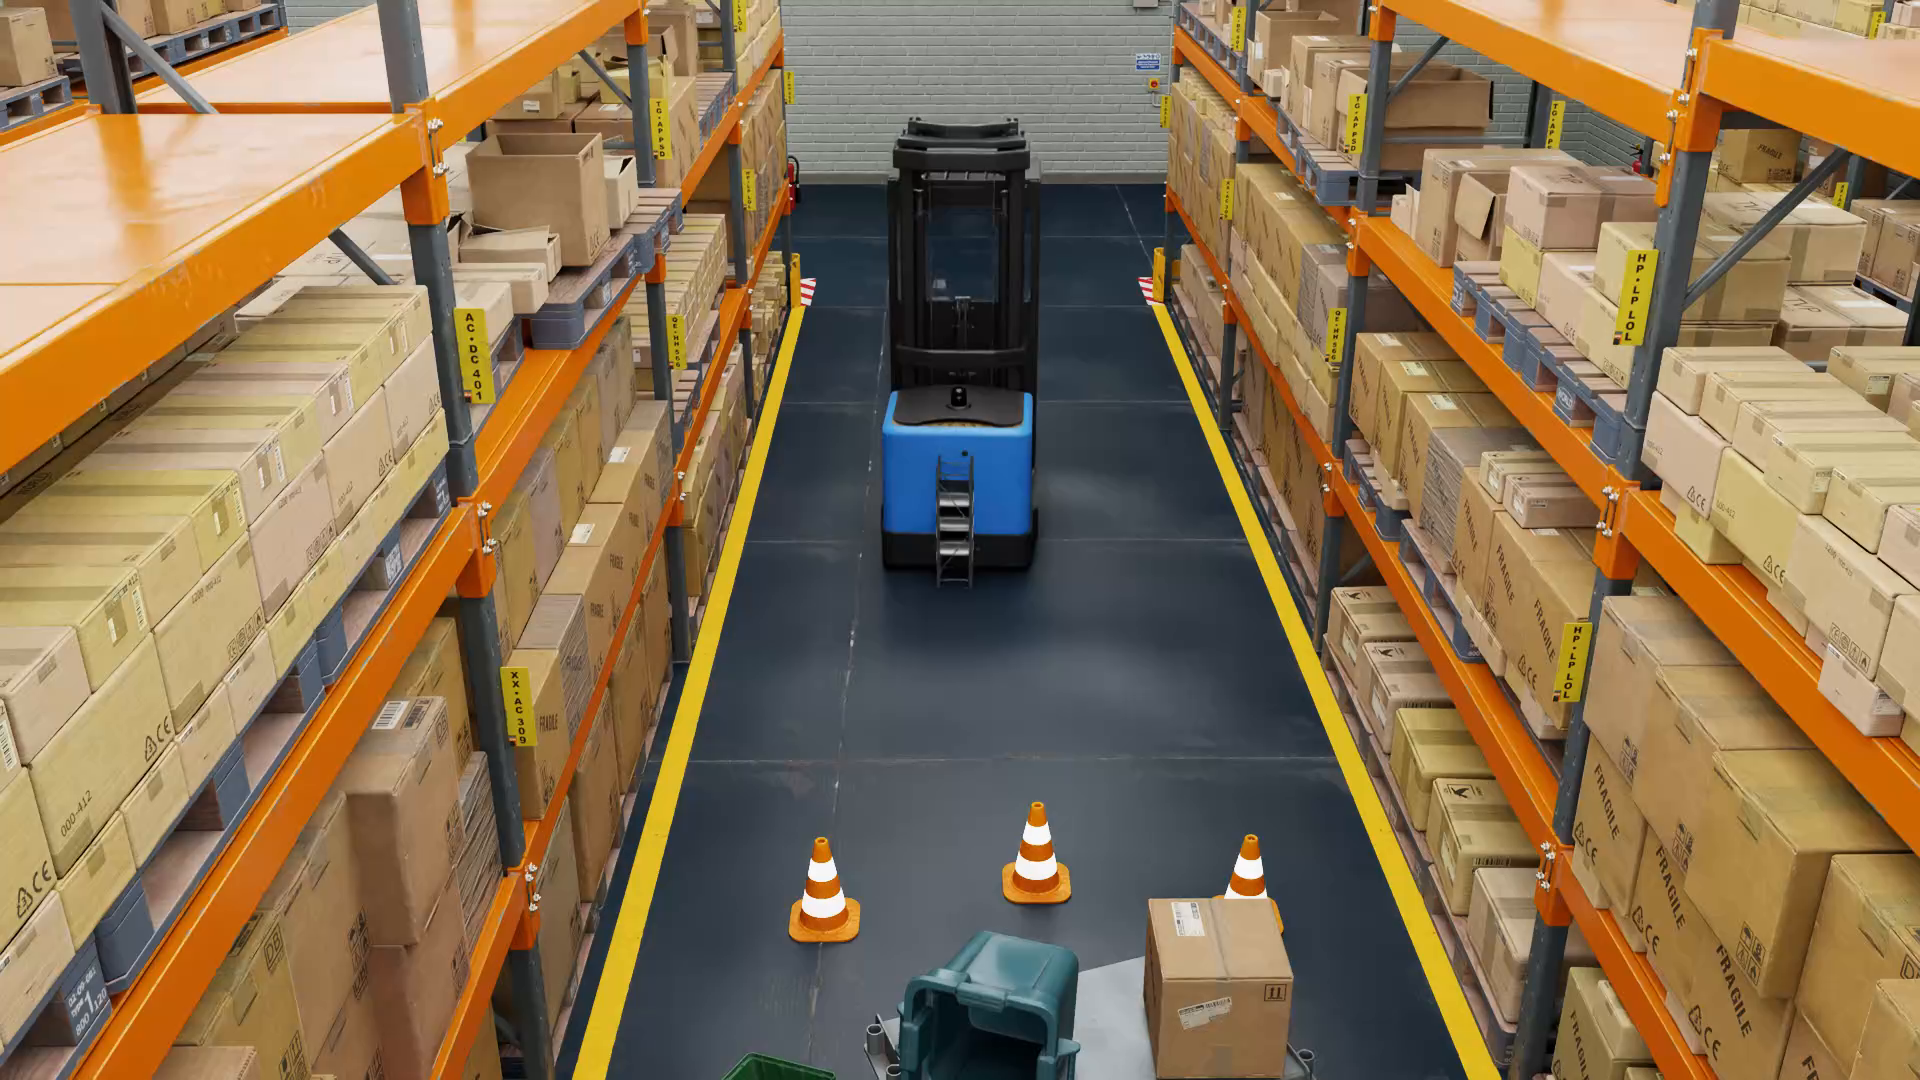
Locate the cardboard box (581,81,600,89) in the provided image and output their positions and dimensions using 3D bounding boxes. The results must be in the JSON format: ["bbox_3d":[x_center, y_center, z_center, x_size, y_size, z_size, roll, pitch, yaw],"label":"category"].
[{"bbox_3d":[-2.474,-2.669,10.634,0.500,0.500,0.500,0,24,-1],"label":"cardboard box"}]

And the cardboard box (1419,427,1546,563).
[{"bbox_3d":[2.552,-0.221,7.990,0.500,0.500,0.500,-1,24,-3],"label":"cardboard box"}]

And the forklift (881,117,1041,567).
[{"bbox_3d":[0.040,-1.715,12.368,1.130,2.935,3.031,1,24,2],"label":"forklift"}]

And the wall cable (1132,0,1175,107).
[{"bbox_3d":[2.583,-6.772,22.195,0.585,1.953,0.123,0,24,-1],"label":"wall cable"}]

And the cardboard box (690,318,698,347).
[{"bbox_3d":[-2.013,-1.419,11.427,0.380,0.149,0.250,0,24,0],"label":"cardboard box"}]

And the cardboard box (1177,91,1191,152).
[{"bbox_3d":[2.401,-4.060,16.136,0.500,0.500,0.500,-1,24,-2],"label":"cardboard box"}]

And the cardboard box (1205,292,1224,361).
[{"bbox_3d":[2.802,-1.975,15.460,0.875,0.438,0.875,-1,24,-2],"label":"cardboard box"}]

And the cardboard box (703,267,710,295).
[{"bbox_3d":[-2.022,-1.878,12.079,0.380,0.149,0.250,-1,24,-3],"label":"cardboard box"}]

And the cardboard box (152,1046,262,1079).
[{"bbox_3d":[-2.040,1.515,3.652,0.875,0.550,0.550,0,24,-1],"label":"cardboard box"}]

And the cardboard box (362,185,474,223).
[{"bbox_3d":[-2.394,-1.456,7.551,0.500,0.311,0.500,-1,24,-1],"label":"cardboard box"}]

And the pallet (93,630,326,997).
[{"bbox_3d":[-2.141,0.550,3.745,1.003,0.211,1.213,0,24,-1],"label":"pallet"}]

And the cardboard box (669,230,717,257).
[{"bbox_3d":[-2.033,-2.225,12.487,0.380,0.149,0.250,-1,24,-2],"label":"cardboard box"}]

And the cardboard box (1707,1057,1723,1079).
[{"bbox_3d":[2.572,1.644,5.163,0.380,0.149,0.250,0,24,-1],"label":"cardboard box"}]

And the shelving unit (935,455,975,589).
[{"bbox_3d":[-0.033,-0.120,11.306,0.258,0.900,0.210,1,24,2],"label":"shelving unit"}]

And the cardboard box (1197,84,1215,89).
[{"bbox_3d":[2.434,-4.189,15.633,0.380,0.149,0.250,0,24,0],"label":"cardboard box"}]

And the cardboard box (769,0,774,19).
[{"bbox_3d":[-2.014,-5.034,15.559,0.500,0.250,0.500,-1,24,-2],"label":"cardboard box"}]

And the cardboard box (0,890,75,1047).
[{"bbox_3d":[-1.798,0.741,2.888,0.380,0.149,0.250,0,24,0],"label":"cardboard box"}]

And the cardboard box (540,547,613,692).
[{"bbox_3d":[-1.896,0.360,7.576,0.500,0.500,0.500,0,24,-1],"label":"cardboard box"}]

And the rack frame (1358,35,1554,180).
[{"bbox_3d":[2.755,-3.408,8.749,1.000,3.000,0.127,0,24,-1],"label":"rack frame"}]

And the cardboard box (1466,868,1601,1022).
[{"bbox_3d":[2.791,1.763,7.273,0.950,0.372,0.625,0,24,0],"label":"cardboard box"}]

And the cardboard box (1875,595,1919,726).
[{"bbox_3d":[2.545,0.349,3.902,0.500,0.250,0.500,0,24,0],"label":"cardboard box"}]

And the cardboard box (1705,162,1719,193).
[{"bbox_3d":[7.381,-3.457,15.959,0.500,0.250,0.500,-1,24,-2],"label":"cardboard box"}]

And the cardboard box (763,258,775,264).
[{"bbox_3d":[-2.076,-2.750,16.802,0.380,0.149,0.250,0,24,0],"label":"cardboard box"}]

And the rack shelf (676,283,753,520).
[{"bbox_3d":[-2.215,-1.107,11.814,1.077,0.370,4.000,0,24,-1],"label":"rack shelf"}]

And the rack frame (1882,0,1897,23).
[{"bbox_3d":[7.675,-5.080,12.446,1.000,3.000,0.127,0,24,-1],"label":"rack frame"}]

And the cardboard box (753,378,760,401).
[{"bbox_3d":[-1.920,-1.303,14.324,0.380,0.149,0.250,-1,24,-3],"label":"cardboard box"}]

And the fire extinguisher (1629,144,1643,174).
[{"bbox_3d":[7.168,-3.848,17.549,0.296,0.674,0.183,0,24,-1],"label":"fire extinguisher"}]

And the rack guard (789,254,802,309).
[{"bbox_3d":[-2.280,-2.737,17.578,1.175,0.500,0.348,0,24,-1],"label":"rack guard"}]

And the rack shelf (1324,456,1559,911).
[{"bbox_3d":[2.777,0.477,8.311,1.077,0.370,4.000,0,24,-1],"label":"rack shelf"}]

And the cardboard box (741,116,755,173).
[{"bbox_3d":[-2.019,-3.296,14.086,0.500,0.500,0.500,-1,24,-2],"label":"cardboard box"}]

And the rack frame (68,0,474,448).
[{"bbox_3d":[-2.150,-1.696,4.963,1.000,3.000,0.127,0,24,-1],"label":"rack frame"}]

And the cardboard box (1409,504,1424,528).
[{"bbox_3d":[2.562,-0.175,8.675,0.380,0.149,0.250,1,24,3],"label":"cardboard box"}]

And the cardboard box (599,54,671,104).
[{"bbox_3d":[-1.928,-2.752,9.888,0.396,0.266,0.258,0,24,-1],"label":"cardboard box"}]

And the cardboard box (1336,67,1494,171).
[{"bbox_3d":[2.600,-2.434,9.601,0.797,0.503,0.637,-2,24,-4],"label":"cardboard box"}]

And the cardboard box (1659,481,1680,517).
[{"bbox_3d":[2.555,-0.148,5.485,0.380,0.149,0.250,-1,24,-1],"label":"cardboard box"}]

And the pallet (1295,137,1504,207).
[{"bbox_3d":[2.695,-2.220,9.992,1.213,0.211,1.003,1,24,2],"label":"pallet"}]

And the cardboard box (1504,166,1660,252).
[{"bbox_3d":[2.632,-1.403,7.020,0.500,0.250,0.500,0,24,0],"label":"cardboard box"}]

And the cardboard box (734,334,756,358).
[{"bbox_3d":[-1.977,-1.679,14.434,0.380,0.149,0.250,1,24,2],"label":"cardboard box"}]

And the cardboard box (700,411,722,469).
[{"bbox_3d":[-1.957,-0.703,11.661,0.500,0.250,0.500,0,24,0],"label":"cardboard box"}]

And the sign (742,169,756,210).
[{"bbox_3d":[-1.682,-2.791,13.258,0.100,0.325,0.005,0,24,-1],"label":"sign"}]

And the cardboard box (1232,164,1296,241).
[{"bbox_3d":[2.429,-2.641,12.999,0.500,0.500,0.500,0,24,0],"label":"cardboard box"}]

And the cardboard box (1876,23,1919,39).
[{"bbox_3d":[7.240,-3.846,12.671,0.380,0.149,0.250,0,24,1],"label":"cardboard box"}]

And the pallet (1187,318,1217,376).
[{"bbox_3d":[2.765,-1.870,16.012,1.003,0.211,1.213,0,24,-1],"label":"pallet"}]

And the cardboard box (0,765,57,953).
[{"bbox_3d":[-1.862,0.606,2.704,0.500,0.250,0.500,-1,24,-1],"label":"cardboard box"}]

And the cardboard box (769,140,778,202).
[{"bbox_3d":[-2.003,-3.483,15.713,0.500,0.500,0.500,0,24,0],"label":"cardboard box"}]

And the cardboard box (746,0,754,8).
[{"bbox_3d":[-1.964,-4.630,14.181,0.380,0.149,0.250,1,24,2],"label":"cardboard box"}]

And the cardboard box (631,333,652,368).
[{"bbox_3d":[-2.005,-1.152,10.113,0.380,0.149,0.250,0,24,0],"label":"cardboard box"}]

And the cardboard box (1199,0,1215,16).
[{"bbox_3d":[2.450,-5.011,15.607,0.380,0.149,0.250,1,24,1],"label":"cardboard box"}]

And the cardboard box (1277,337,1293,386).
[{"bbox_3d":[2.479,-1.232,11.398,0.500,0.250,0.500,0,24,-1],"label":"cardboard box"}]

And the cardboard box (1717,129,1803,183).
[{"bbox_3d":[7.384,-3.598,15.359,0.500,0.500,0.500,0,24,1],"label":"cardboard box"}]

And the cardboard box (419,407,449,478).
[{"bbox_3d":[-1.826,-0.303,5.197,0.380,0.149,0.250,0,24,-1],"label":"cardboard box"}]

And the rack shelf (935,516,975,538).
[{"bbox_3d":[-0.033,-0.089,11.320,0.258,0.077,0.200,1,24,2],"label":"rack shelf"}]

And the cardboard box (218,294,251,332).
[{"bbox_3d":[-7.135,-2.145,15.304,0.875,0.875,0.875,0,24,-1],"label":"cardboard box"}]

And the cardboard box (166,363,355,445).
[{"bbox_3d":[-1.820,-0.355,4.345,0.380,0.149,0.250,0,24,0],"label":"cardboard box"}]

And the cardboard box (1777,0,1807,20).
[{"bbox_3d":[7.417,-4.633,14.312,0.500,0.250,0.500,0,24,0],"label":"cardboard box"}]

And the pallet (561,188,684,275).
[{"bbox_3d":[-2.133,-1.626,8.678,1.213,0.211,1.003,1,24,2],"label":"pallet"}]
